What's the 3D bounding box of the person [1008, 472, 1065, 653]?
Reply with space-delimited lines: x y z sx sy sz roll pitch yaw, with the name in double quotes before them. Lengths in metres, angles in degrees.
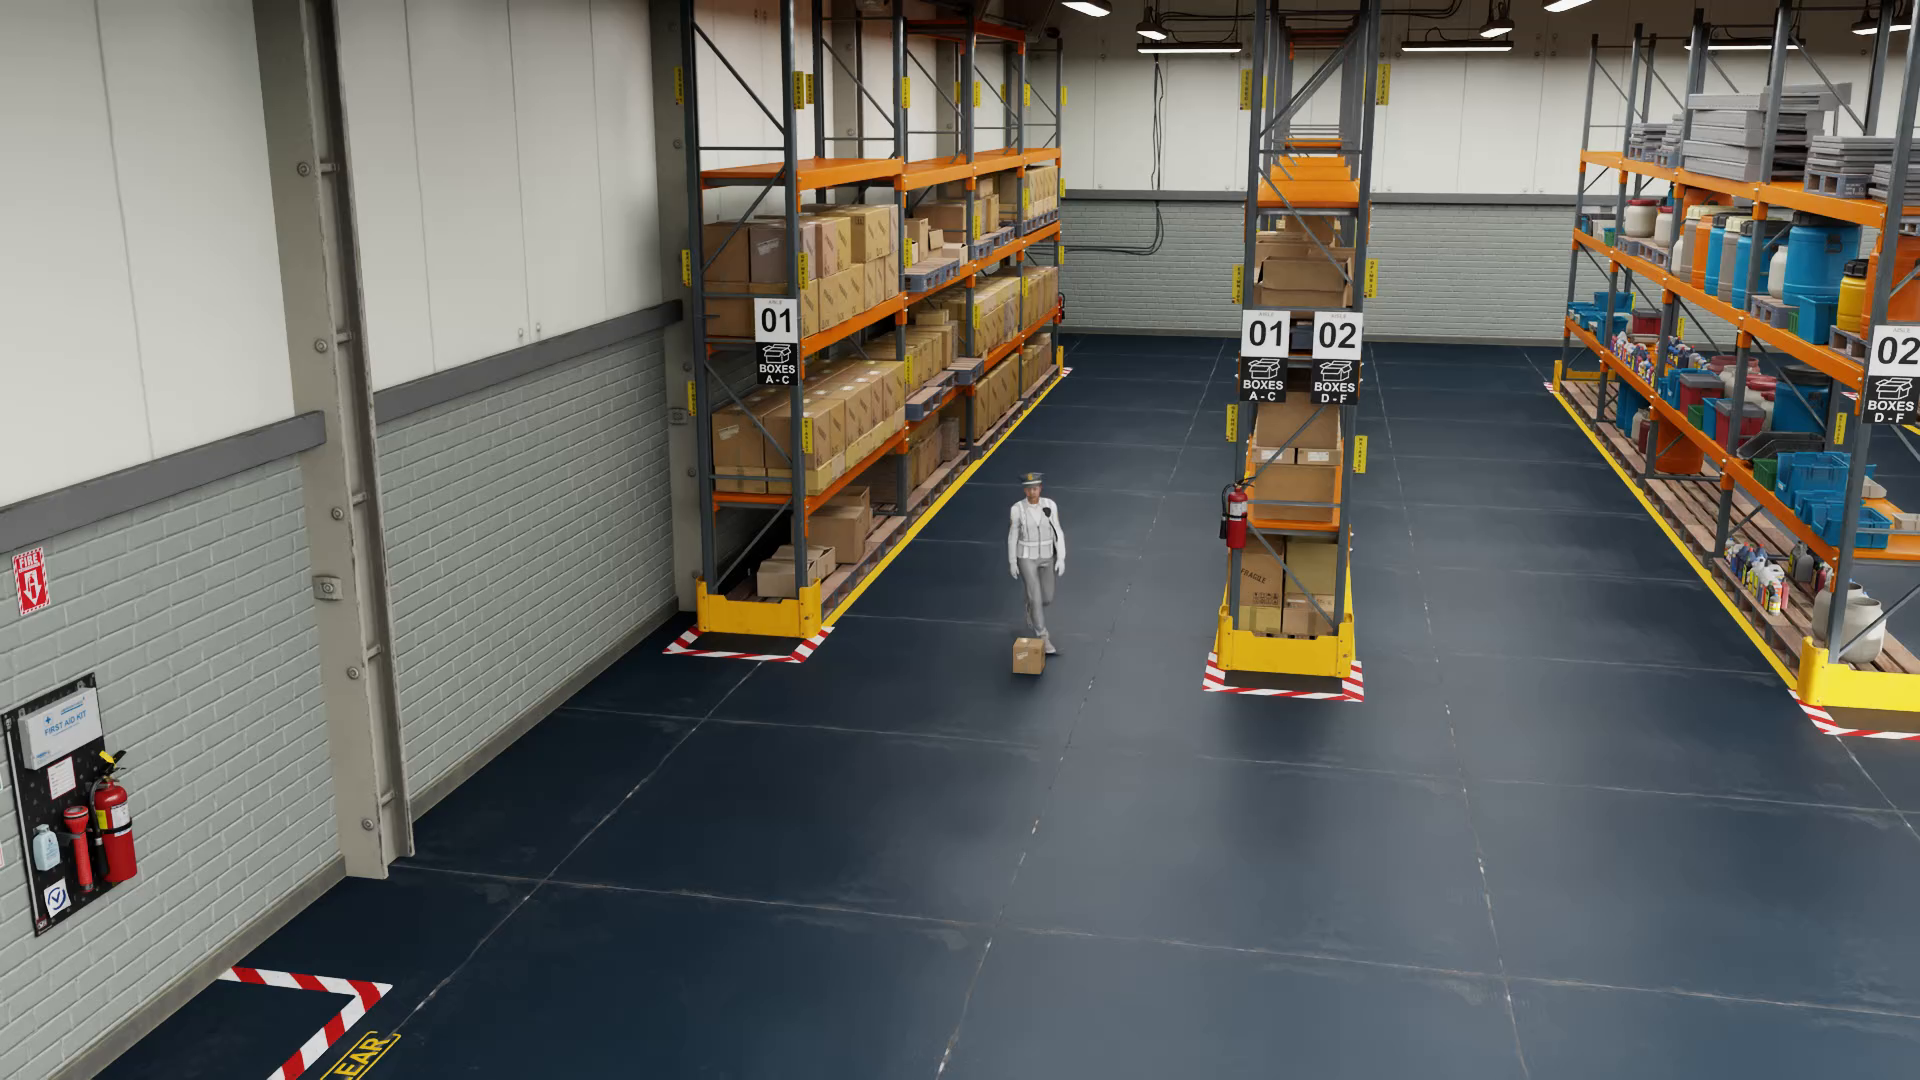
"person" 0.684 0.159 15.362 0.501 1.657 0.762 -4 15 -15
